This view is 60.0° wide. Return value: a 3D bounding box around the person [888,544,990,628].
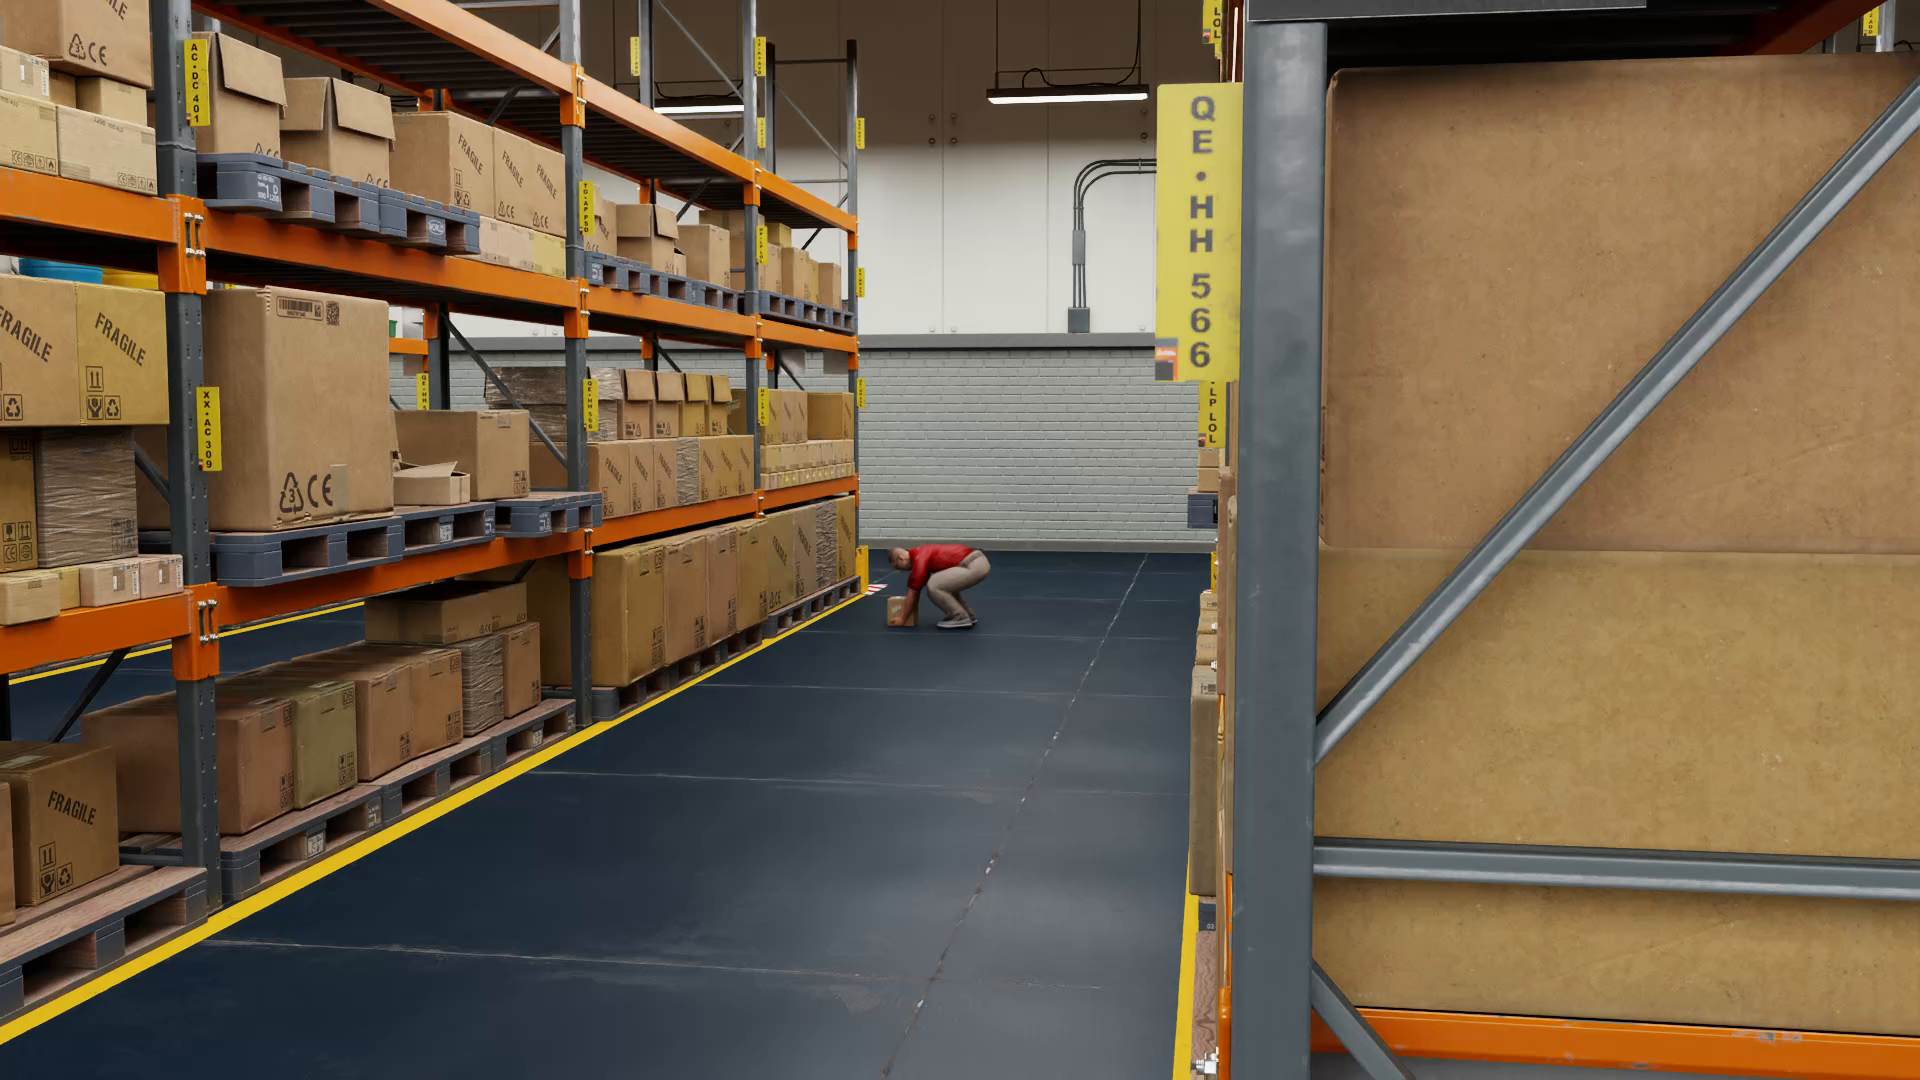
[{"bbox_3d":[-0.198,0.433,15.507,0.951,0.790,0.531,1,4,7],"label":"person"}]
